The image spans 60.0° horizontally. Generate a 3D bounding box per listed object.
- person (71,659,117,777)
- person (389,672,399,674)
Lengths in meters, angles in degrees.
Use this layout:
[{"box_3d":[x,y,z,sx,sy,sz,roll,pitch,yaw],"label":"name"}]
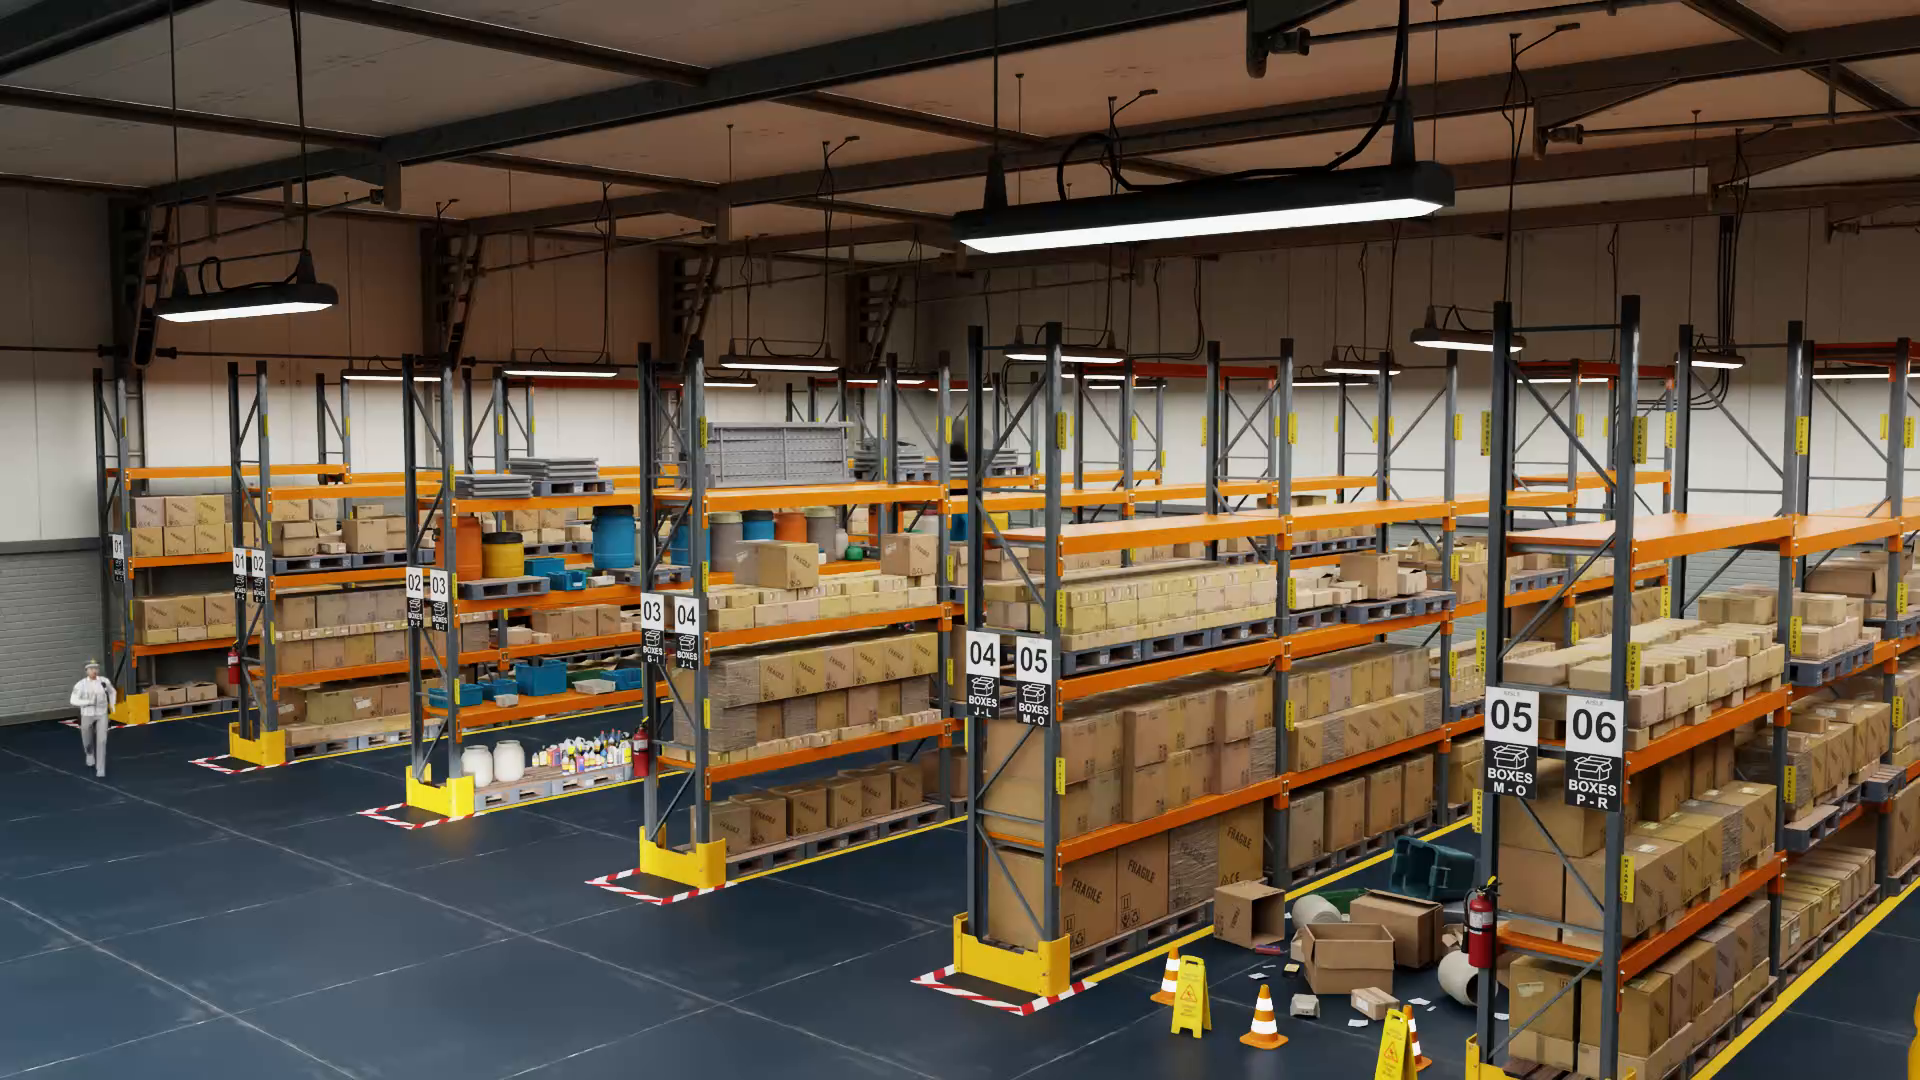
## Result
[{"box_3d":[-12.512,2.541,24.045,0.601,1.668,0.913,-2,5,-28],"label":"person"},{"box_3d":[-9.842,2.214,28.759,0.657,1.697,0.976,2,5,29],"label":"person"}]
